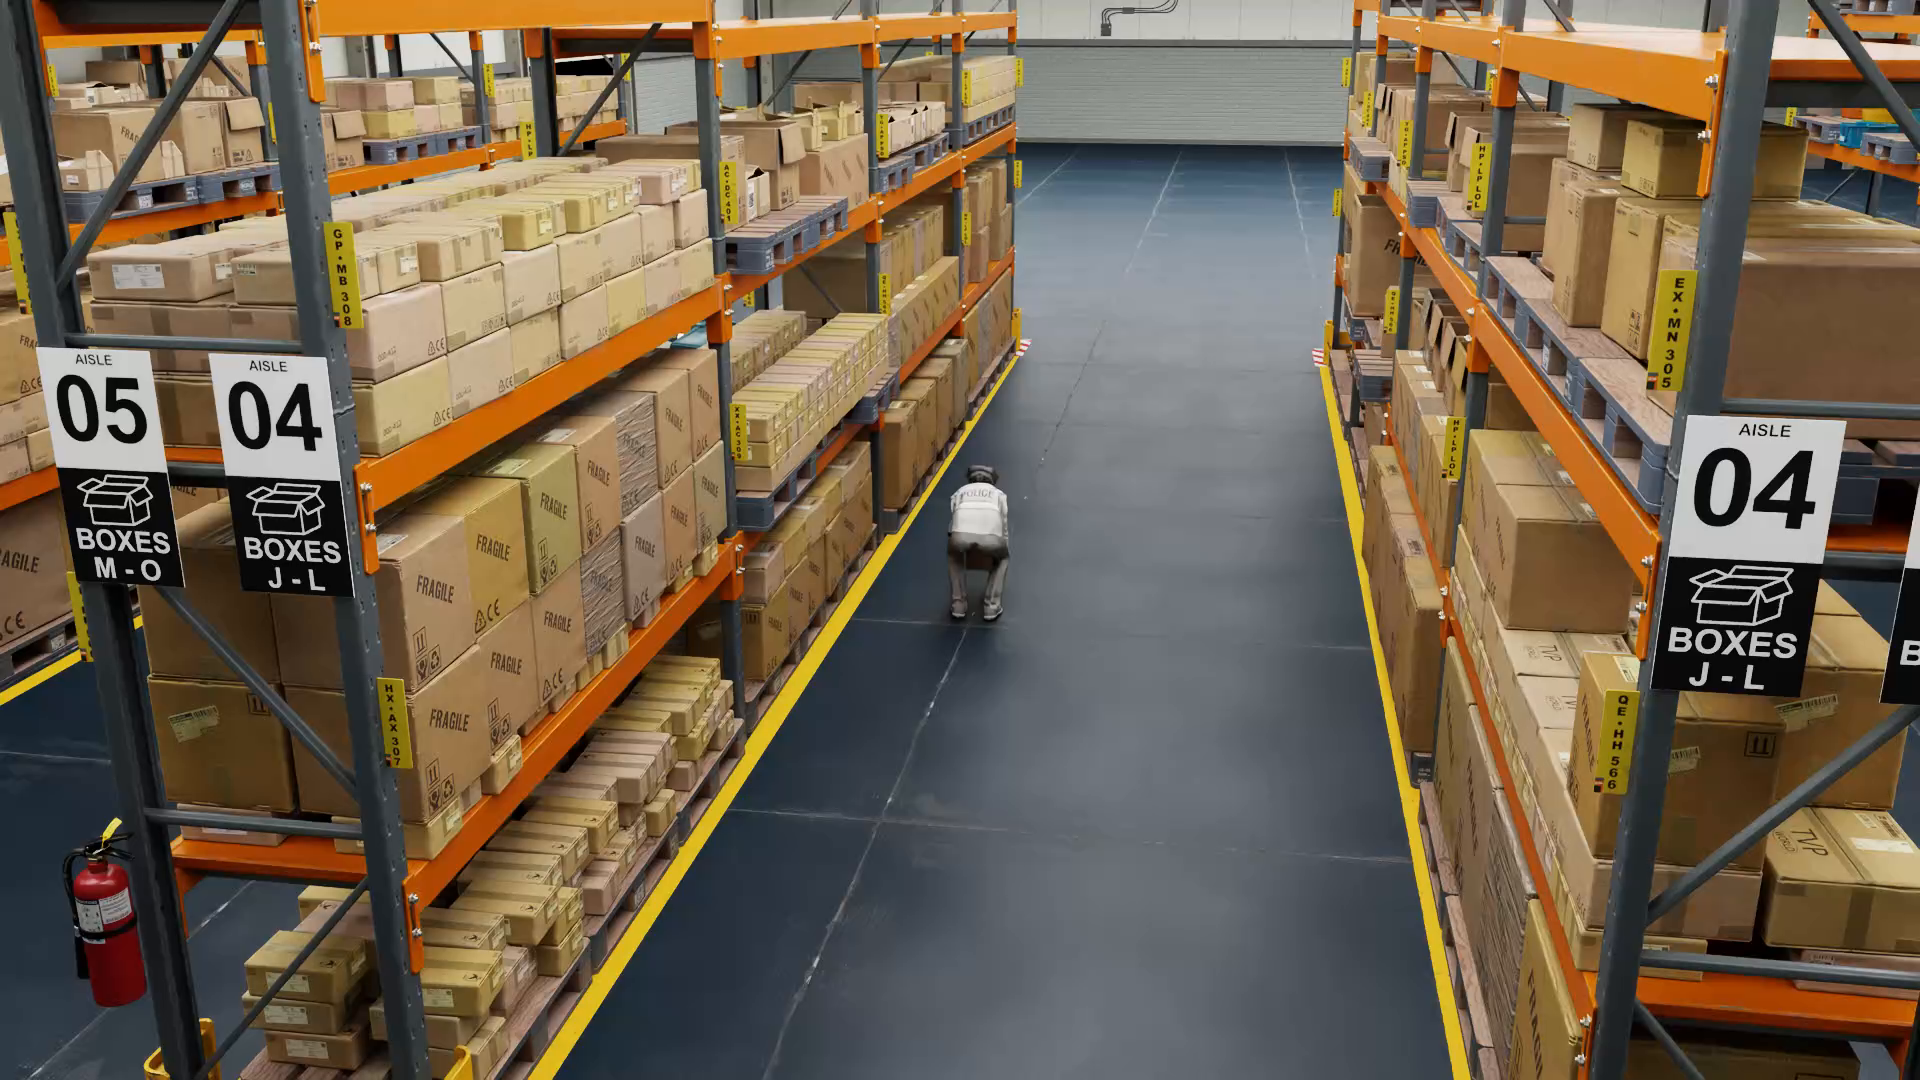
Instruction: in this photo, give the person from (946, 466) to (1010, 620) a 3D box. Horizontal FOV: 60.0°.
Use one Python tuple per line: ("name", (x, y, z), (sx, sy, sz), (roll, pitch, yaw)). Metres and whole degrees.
("person", (0.133, 0.017, 12.096), (0.467, 0.991, 0.917), (2, 18, 6))
